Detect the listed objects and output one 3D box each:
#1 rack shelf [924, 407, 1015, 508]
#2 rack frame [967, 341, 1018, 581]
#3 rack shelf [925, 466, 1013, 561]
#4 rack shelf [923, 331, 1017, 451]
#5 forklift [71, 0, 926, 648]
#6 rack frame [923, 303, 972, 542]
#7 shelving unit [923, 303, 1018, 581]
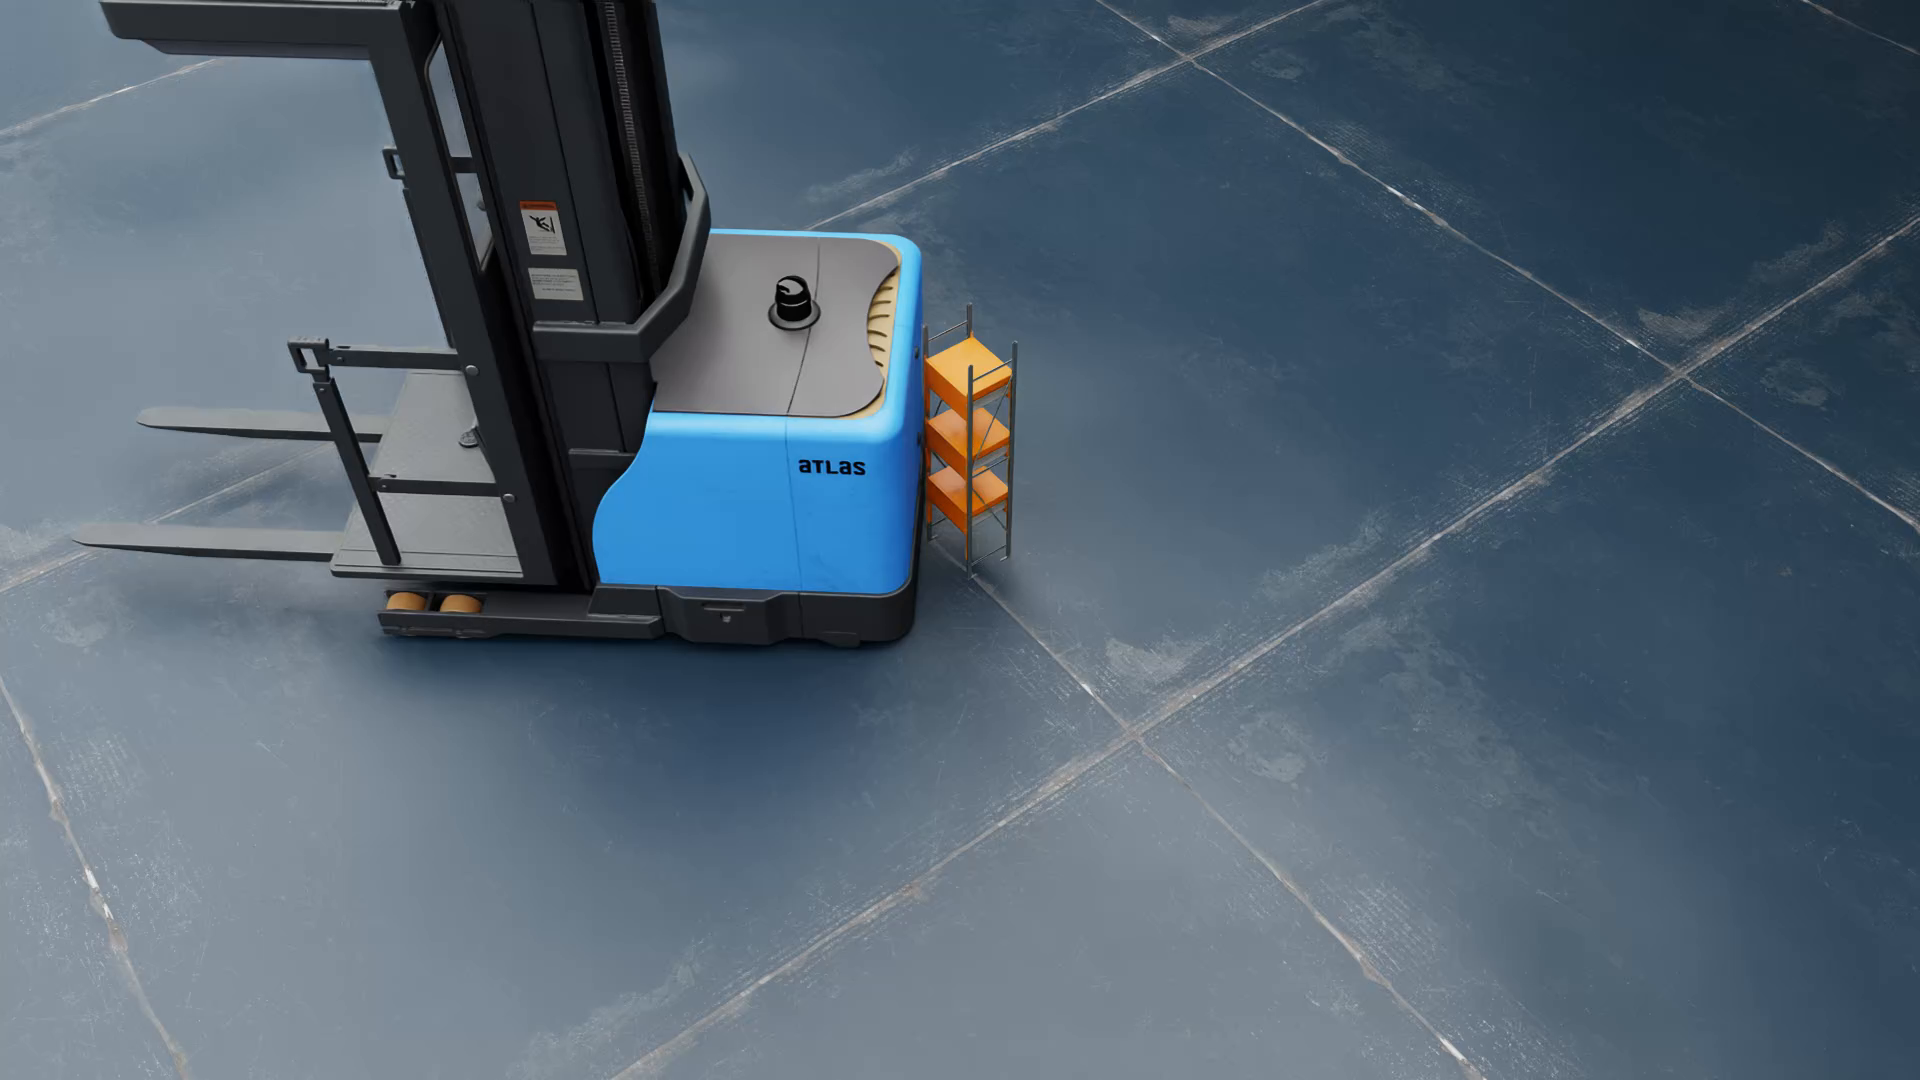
[{"bbox_3d":[0.032,-0.314,5.840,0.215,0.259,0.240,-29,54,-24],"label":"rack shelf"},{"bbox_3d":[0.106,-0.249,5.767,0.200,1.050,0.008,-29,54,-24],"label":"rack frame"},{"bbox_3d":[0.032,-0.127,6.046,0.215,0.259,0.240,-29,54,-24],"label":"rack shelf"},{"bbox_3d":[0.032,-0.505,5.630,0.215,0.259,0.240,-29,54,-24],"label":"rack shelf"},{"bbox_3d":[-1.655,-1.024,5.200,3.031,2.935,1.130,2,48,2],"label":"forklift"},{"bbox_3d":[-0.041,-0.393,5.898,0.200,1.050,0.008,-29,54,-24],"label":"rack frame"},{"bbox_3d":[0.032,-0.321,5.832,0.215,1.050,0.252,-29,54,-24],"label":"shelving unit"}]
